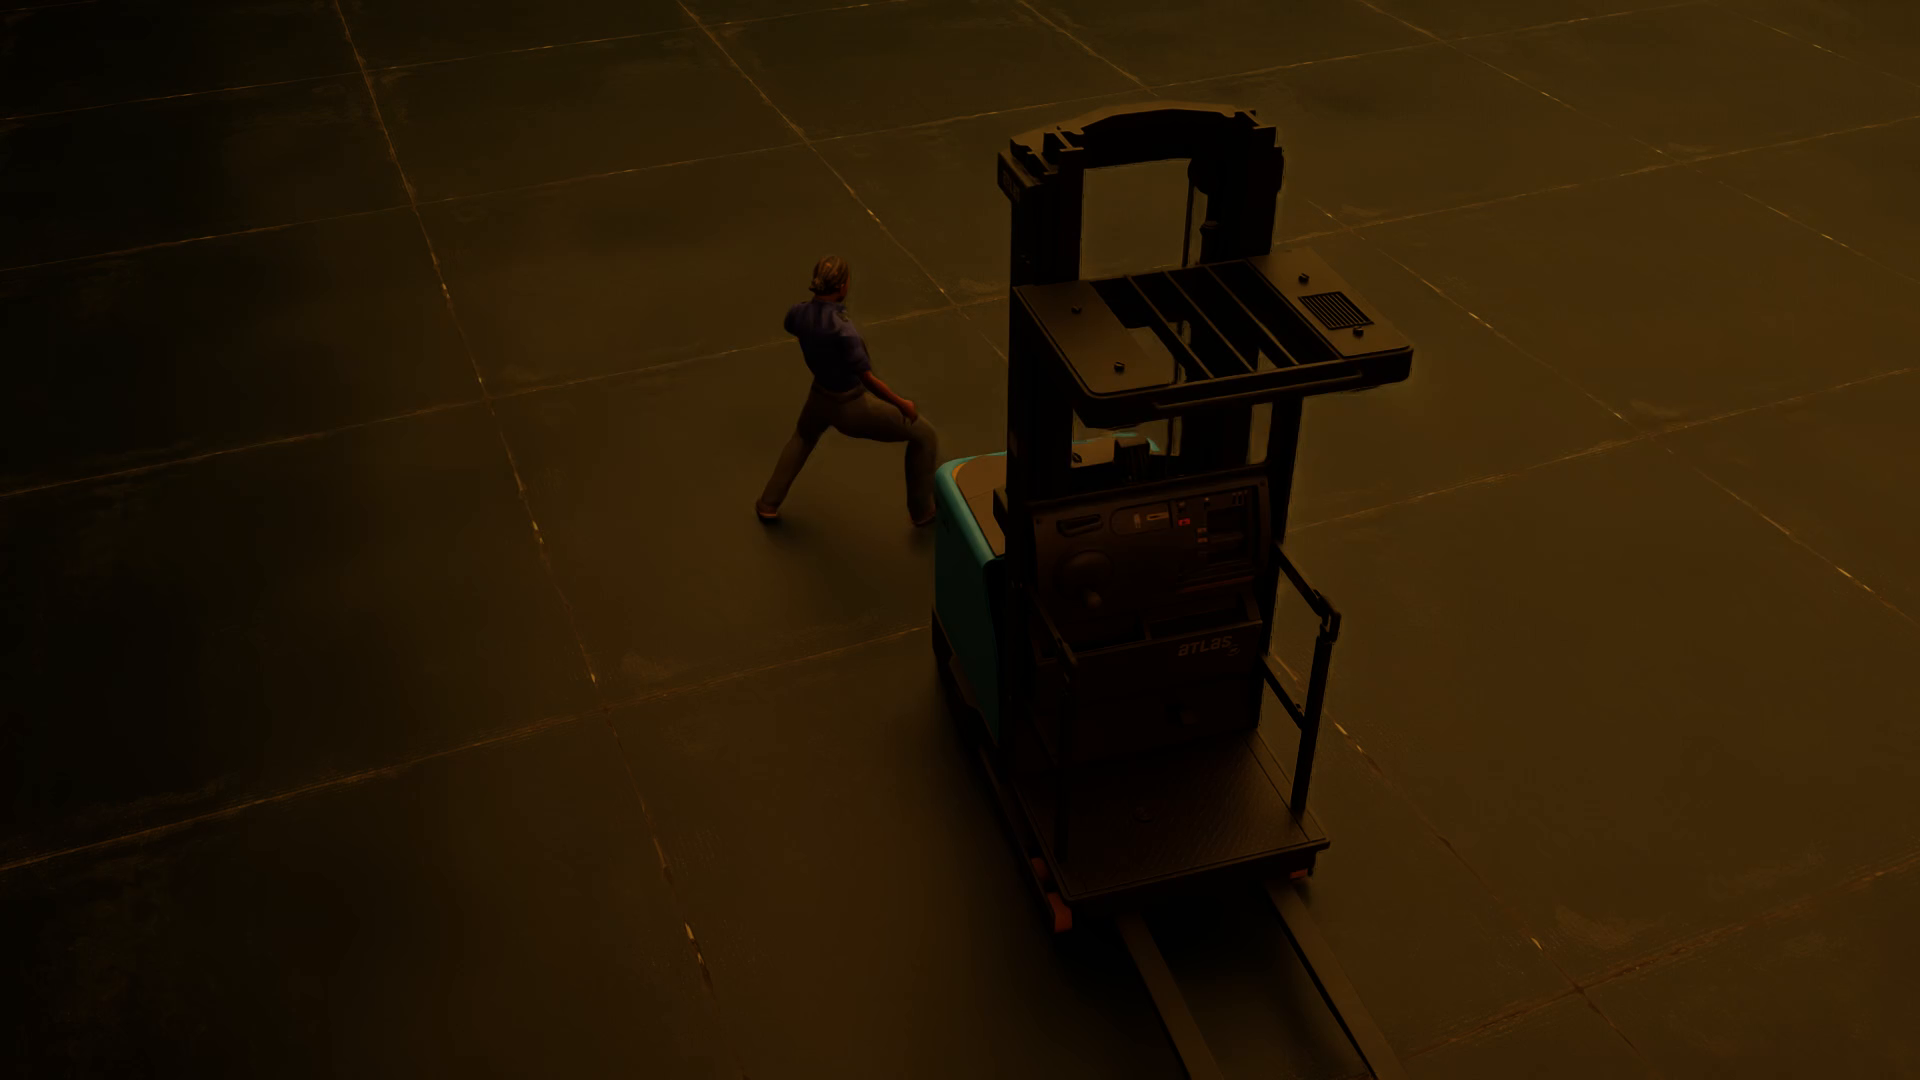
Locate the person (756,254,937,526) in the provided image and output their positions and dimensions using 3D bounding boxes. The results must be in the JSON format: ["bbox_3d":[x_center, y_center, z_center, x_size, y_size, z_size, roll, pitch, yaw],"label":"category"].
[{"bbox_3d":[-0.609,-0.755,8.434,0.783,1.529,0.906,-30,45,-35],"label":"person"}]

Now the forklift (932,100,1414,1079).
[{"bbox_3d":[0.778,0.078,5.989,1.130,2.935,3.031,-10,37,-13],"label":"forklift"}]
